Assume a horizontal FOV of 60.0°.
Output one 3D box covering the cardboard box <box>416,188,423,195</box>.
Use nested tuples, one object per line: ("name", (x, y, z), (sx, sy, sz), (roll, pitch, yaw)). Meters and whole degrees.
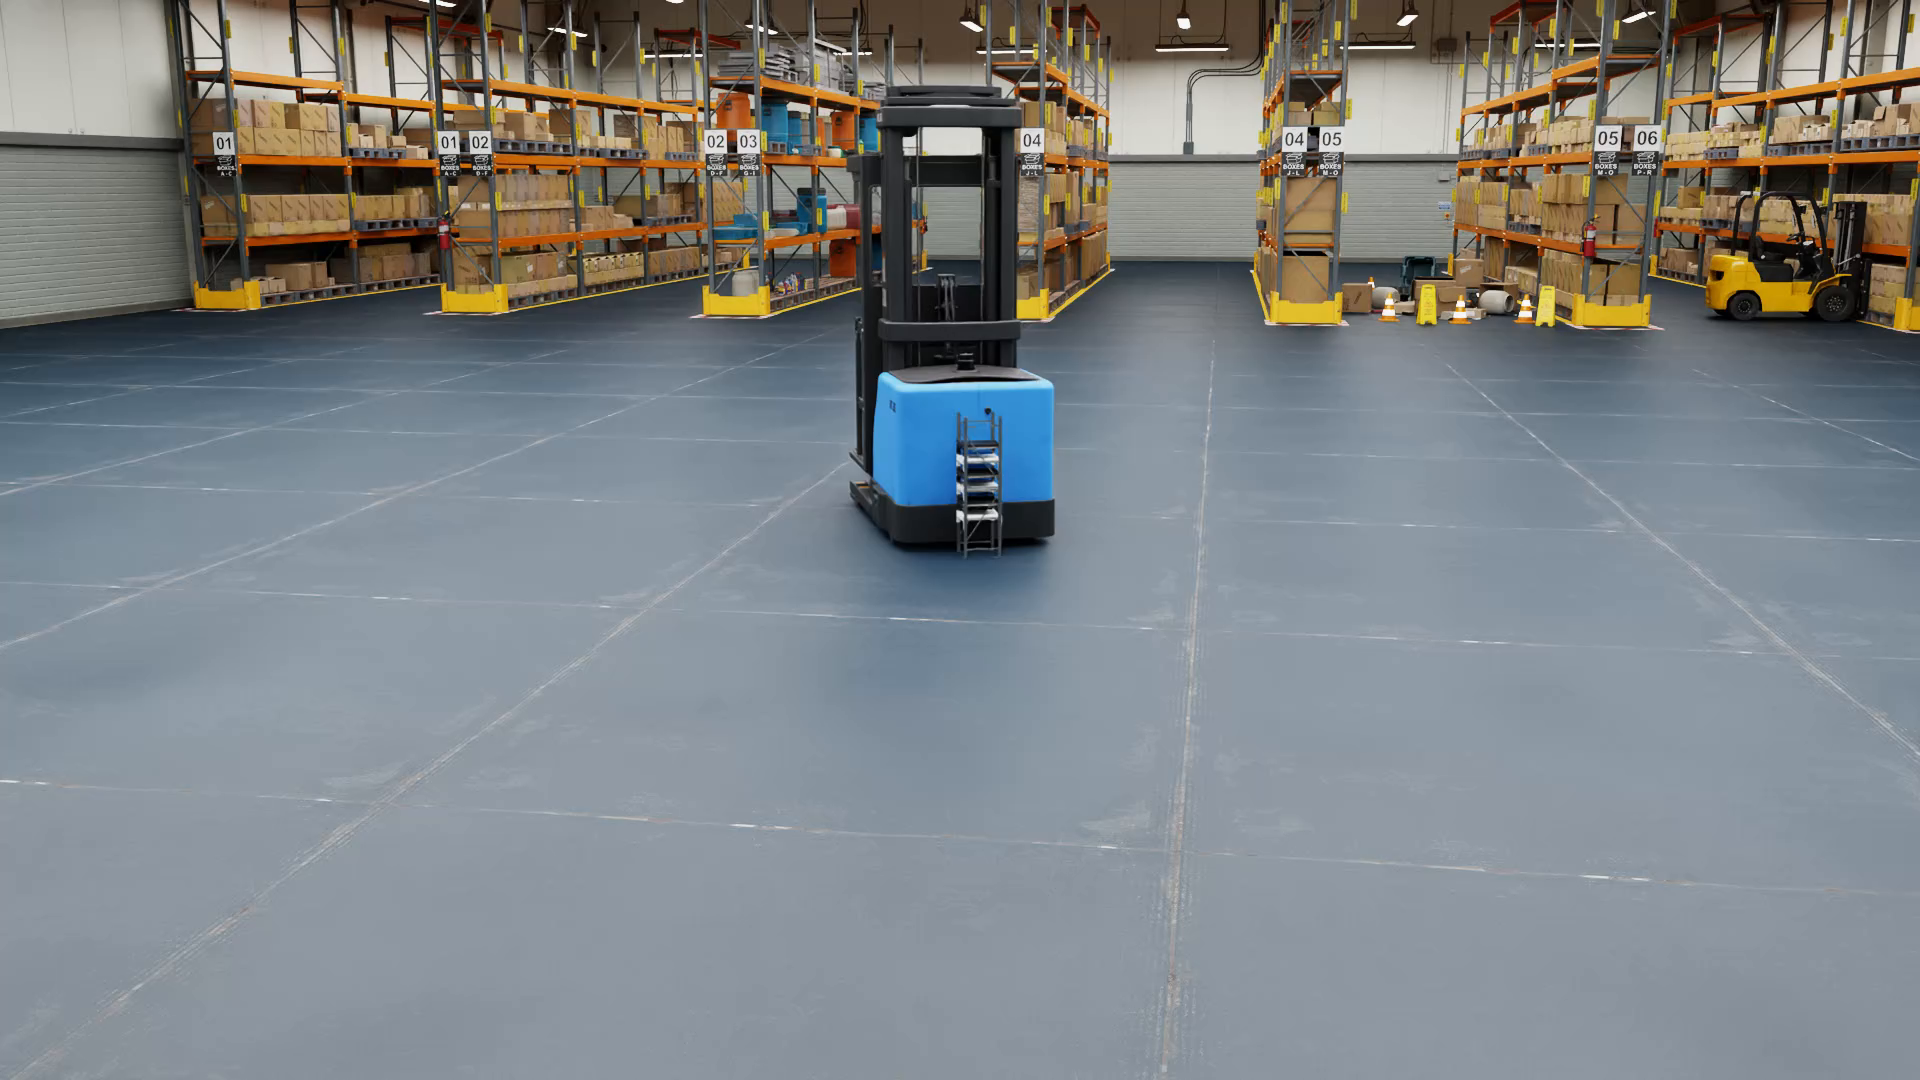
("cardboard box", (-12.537, -7.982, 38.090), (0.380, 0.149, 0.250), (0, 12, 1))

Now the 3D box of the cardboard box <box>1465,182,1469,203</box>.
("cardboard box", (12.617, -8.465, 40.539), (0.500, 0.500, 0.500), (2, 12, 9))

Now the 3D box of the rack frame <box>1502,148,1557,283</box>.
("rack frame", (11.962, -6.671, 34.829), (1.000, 3.000, 0.127), (2, 12, 9))

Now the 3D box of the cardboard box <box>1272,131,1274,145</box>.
("cardboard box", (6.727, -8.344, 34.448), (0.500, 0.311, 0.500), (2, 12, 9))

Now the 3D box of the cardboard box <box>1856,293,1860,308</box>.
("cardboard box", (15.626, -4.131, 28.572), (0.500, 0.250, 0.500), (2, 12, 10))

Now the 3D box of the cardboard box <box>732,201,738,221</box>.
("cardboard box", (-6.264, -8.818, 44.554), (0.500, 0.500, 0.500), (2, 12, 9))

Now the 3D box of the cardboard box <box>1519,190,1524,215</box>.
("cardboard box", (11.516, -6.765, 33.325), (0.500, 0.500, 0.500), (2, 12, 10))

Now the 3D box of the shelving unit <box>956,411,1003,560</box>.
("shelving unit", (0.121, -0.344, 10.453), (0.258, 0.900, 0.210), (-3, 12, -12))

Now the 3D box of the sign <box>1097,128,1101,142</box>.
("sign", (3.323, -9.682, 39.707), (0.100, 0.325, 0.005), (2, 12, 9))

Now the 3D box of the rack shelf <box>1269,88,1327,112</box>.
("rack shelf", (6.748, -8.780, 33.030), (1.077, 0.370, 4.000), (2, 12, 9))

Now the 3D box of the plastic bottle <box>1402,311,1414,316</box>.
("plastic bottle", (7.946, -4.030, 29.550), (0.133, 0.061, 0.283), (-2, 12, -11))

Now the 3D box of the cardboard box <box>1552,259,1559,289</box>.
("cardboard box", (10.837, -4.733, 29.583), (0.500, 0.500, 0.500), (3, 12, 12))

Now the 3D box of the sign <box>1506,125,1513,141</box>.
("sign", (11.415, -8.449, 34.542), (0.100, 0.325, 0.005), (2, 12, 9))

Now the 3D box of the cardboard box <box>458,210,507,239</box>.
("cardboard box", (-8.764, -5.794, 30.523), (0.700, 0.500, 0.500), (2, 12, 9))

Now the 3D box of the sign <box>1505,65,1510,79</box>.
("sign", (13.726, -11.744, 41.722), (0.100, 0.325, 0.005), (2, 12, 9))

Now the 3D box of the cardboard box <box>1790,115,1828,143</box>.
("cardboard box", (16.358, -7.926, 32.059), (0.500, 0.500, 0.500), (2, 12, 10))

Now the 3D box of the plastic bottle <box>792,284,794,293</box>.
("plastic bottle", (-3.253, -4.858, 32.011), (0.097, 0.201, 0.097), (0, 12, 0))

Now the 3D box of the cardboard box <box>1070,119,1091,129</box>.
("cardboard box", (2.936, -10.157, 40.630), (0.500, 0.250, 0.500), (1, 12, 5))

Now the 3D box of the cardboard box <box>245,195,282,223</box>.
("cardboard box", (-13.287, -6.304, 31.652), (0.500, 0.500, 0.500), (2, 12, 9))

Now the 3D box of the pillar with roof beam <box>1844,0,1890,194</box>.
("pillar with roof beam", (13.303, -9.283, 32.707), (9.100, 9.000, 0.400), (2, 12, 9))

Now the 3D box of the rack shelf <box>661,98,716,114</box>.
("rack shelf", (-6.695, -11.143, 43.052), (1.077, 0.370, 4.000), (2, 12, 9))

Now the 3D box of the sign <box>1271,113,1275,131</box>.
("sign", (5.902, -7.866, 31.281), (0.100, 0.325, 0.005), (2, 12, 9))

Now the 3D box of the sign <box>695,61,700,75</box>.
("sign", (-6.454, -11.597, 40.851), (0.100, 0.325, 0.005), (2, 12, 9))

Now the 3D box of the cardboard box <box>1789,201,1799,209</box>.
("cardboard box", (16.217, -6.447, 32.014), (0.380, 0.149, 0.250), (2, 12, 7))

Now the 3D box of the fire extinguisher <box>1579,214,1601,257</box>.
("fire extinguisher", (10.259, -4.959, 27.069), (0.296, 0.674, 0.183), (2, 12, 9))

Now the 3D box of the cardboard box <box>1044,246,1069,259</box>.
("cardboard box", (2.025, -6.101, 35.291), (0.500, 0.250, 0.500), (3, 13, 15))

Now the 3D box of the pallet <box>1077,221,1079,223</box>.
("pallet", (1.906, -6.485, 34.421), (1.003, 0.211, 1.213), (2, 12, 9))

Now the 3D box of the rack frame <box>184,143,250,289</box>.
("rack frame", (-13.744, -5.809, 30.826), (1.000, 3.000, 0.127), (2, 12, 9))

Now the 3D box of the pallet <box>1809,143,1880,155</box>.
("pallet", (16.375, -7.235, 30.781), (0.805, 0.209, 1.217), (1, 12, 6))

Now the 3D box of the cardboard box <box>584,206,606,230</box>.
("cardboard box", (-7.941, -6.904, 35.670), (0.500, 0.500, 0.500), (2, 12, 9))

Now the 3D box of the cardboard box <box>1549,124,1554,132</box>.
("cardboard box", (10.976, -7.517, 30.337), (0.380, 0.149, 0.250), (2, 12, 8))

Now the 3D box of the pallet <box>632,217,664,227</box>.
("pallet", (-7.583, -7.364, 38.498), (1.213, 0.211, 1.003), (2, 12, 9))

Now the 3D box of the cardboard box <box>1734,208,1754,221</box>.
("cardboard box", (16.710, -6.873, 35.126), (0.500, 0.250, 0.500), (1, 12, 6))

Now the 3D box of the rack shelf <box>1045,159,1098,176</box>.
("rack shelf", (2.477, -8.523, 38.011), (1.077, 0.370, 4.000), (2, 12, 9))

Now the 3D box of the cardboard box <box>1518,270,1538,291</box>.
("cardboard box", (11.637, -5.163, 33.072), (0.950, 0.372, 0.625), (2, 12, 11))

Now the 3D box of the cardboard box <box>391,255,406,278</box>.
("cardboard box", (-12.815, -6.108, 37.103), (0.700, 0.500, 0.500), (2, 12, 8))

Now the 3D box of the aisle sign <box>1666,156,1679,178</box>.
("aisle sign", (17.818, -9.471, 41.650), (0.394, 0.787, 0.004), (2, 12, 9))

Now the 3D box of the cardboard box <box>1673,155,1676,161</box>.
("cardboard box", (17.608, -9.304, 40.524), (0.380, 0.149, 0.250), (2, 12, 10))

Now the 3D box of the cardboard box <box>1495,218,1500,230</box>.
("cardboard box", (11.846, -6.819, 35.868), (0.500, 0.250, 0.500), (2, 12, 10))

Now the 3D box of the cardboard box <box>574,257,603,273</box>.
("cardboard box", (-7.841, -5.799, 34.979), (0.500, 0.311, 0.500), (2, 12, 8))

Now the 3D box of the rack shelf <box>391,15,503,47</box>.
("rack shelf", (-12.206, -12.096, 39.579), (1.077, 0.370, 4.000), (2, 12, 9))

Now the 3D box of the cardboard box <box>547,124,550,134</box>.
("cardboard box", (-11.214, -10.888, 44.617), (0.500, 0.500, 0.500), (2, 12, 10))

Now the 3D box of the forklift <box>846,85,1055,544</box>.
("forklift", (-0.194, -1.673, 11.799), (1.130, 2.935, 3.031), (-3, 12, -12))

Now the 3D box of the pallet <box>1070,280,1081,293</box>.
("pallet", (2.048, -5.467, 35.858), (1.003, 0.211, 1.213), (2, 12, 9))

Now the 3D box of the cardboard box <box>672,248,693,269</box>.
("cardboard box", (-6.880, -6.925, 40.897), (0.500, 0.500, 0.500), (2, 12, 9))

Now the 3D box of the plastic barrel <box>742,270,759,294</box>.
("plastic barrel", (-3.852, -4.720, 30.686), (0.421, 0.512, 0.421), (0, 12, 0))

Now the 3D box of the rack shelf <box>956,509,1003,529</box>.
("rack shelf", (0.121, -0.135, 10.498), (0.258, 0.077, 0.200), (-3, 12, -12))

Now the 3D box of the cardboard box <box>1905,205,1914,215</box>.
("cardboard box", (15.413, -5.293, 26.657), (0.380, 0.149, 0.250), (2, 12, 9))

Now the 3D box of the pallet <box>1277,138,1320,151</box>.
("pallet", (6.114, -6.978, 29.342), (1.003, 0.211, 1.213), (2, 12, 9))

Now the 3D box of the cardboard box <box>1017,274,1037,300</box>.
("cardboard box", (1.052, -4.440, 29.411), (0.500, 0.500, 0.500), (4, 13, 19))

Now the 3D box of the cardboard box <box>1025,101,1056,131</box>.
("cardboard box", (1.435, -7.532, 29.575), (0.500, 0.500, 0.500), (2, 12, 8))

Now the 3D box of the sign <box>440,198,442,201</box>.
("sign", (-11.976, -7.986, 38.367), (0.100, 0.325, 0.005), (2, 12, 9))

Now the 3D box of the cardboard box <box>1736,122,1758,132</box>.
("cardboard box", (17.495, -9.167, 36.965), (0.396, 0.266, 0.258), (2, 12, 9))

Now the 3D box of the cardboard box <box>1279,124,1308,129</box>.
("cardboard box", (5.702, -7.153, 28.360), (0.500, 0.250, 0.500), (2, 12, 9))
